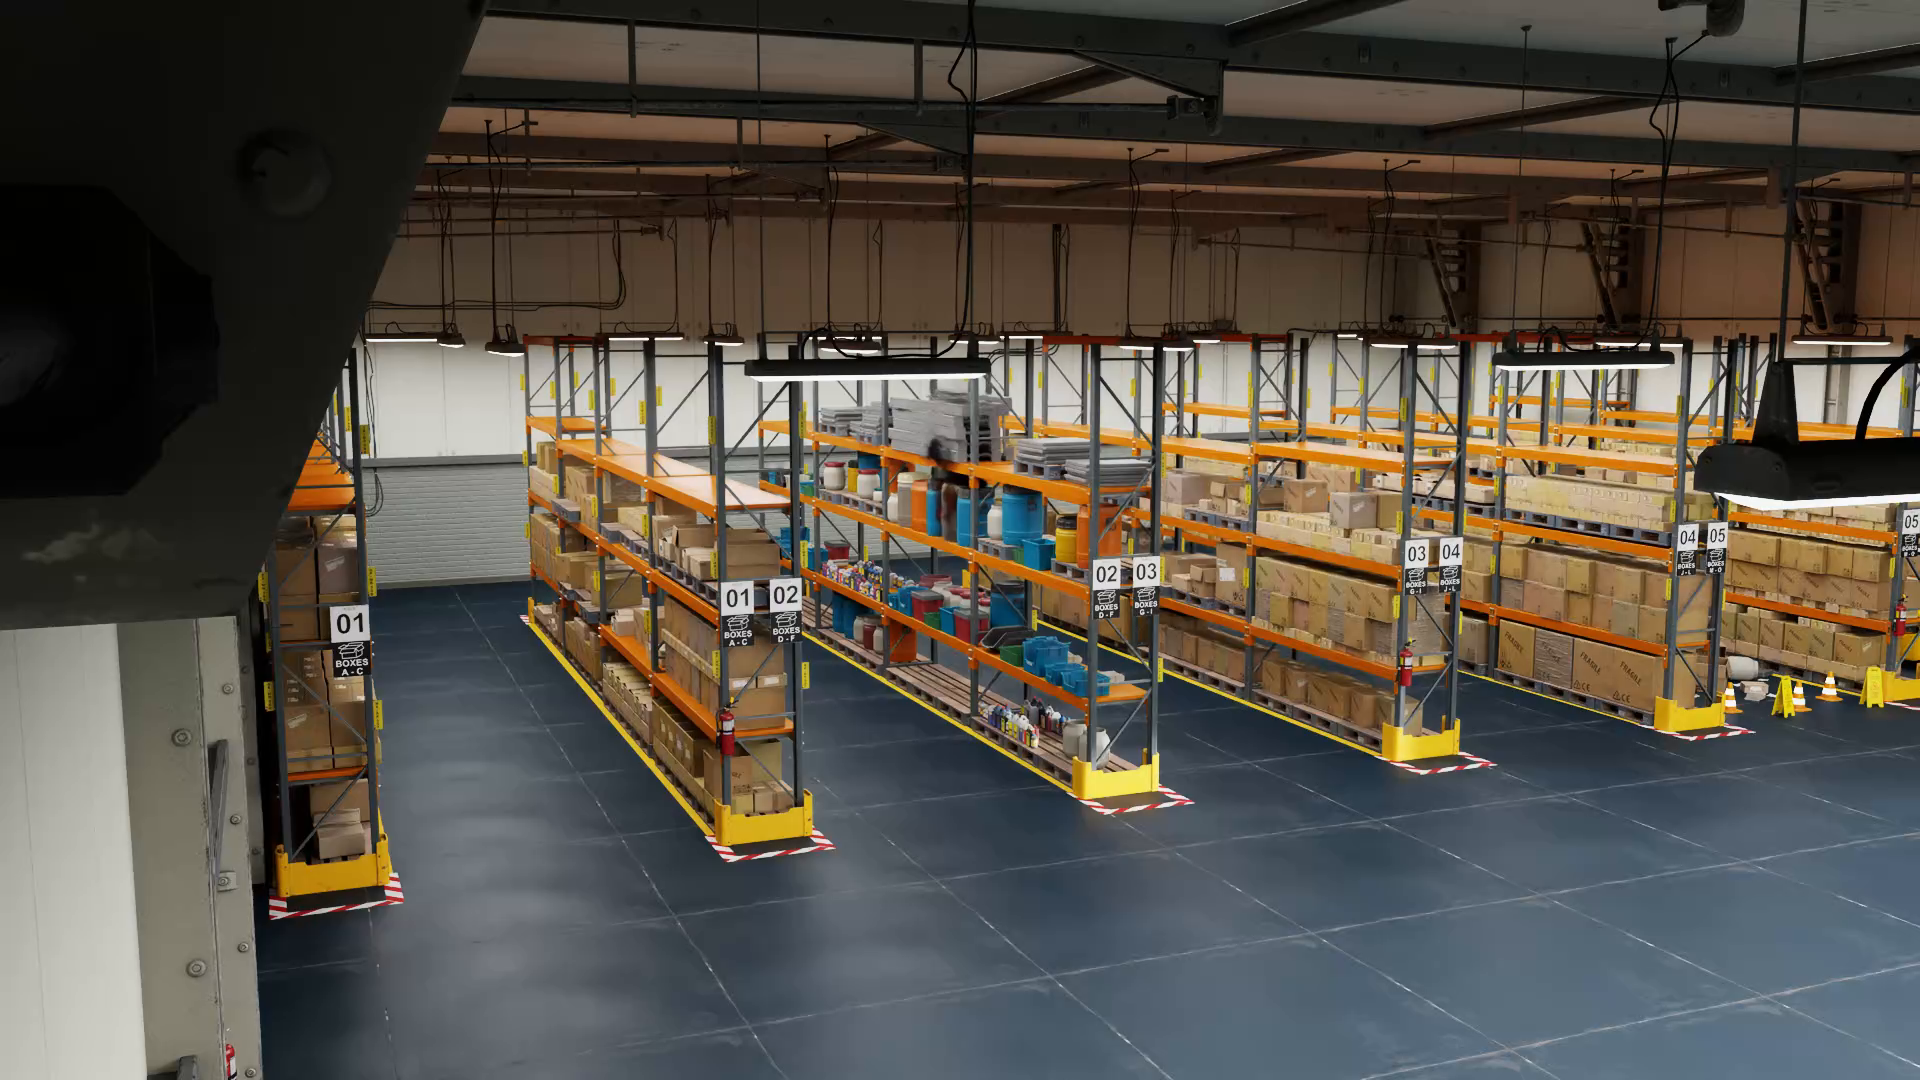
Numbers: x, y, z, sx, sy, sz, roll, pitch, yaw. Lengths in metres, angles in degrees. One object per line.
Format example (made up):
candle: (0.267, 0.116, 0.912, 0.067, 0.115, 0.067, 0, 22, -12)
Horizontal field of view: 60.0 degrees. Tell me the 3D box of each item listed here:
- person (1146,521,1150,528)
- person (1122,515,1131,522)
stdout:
person: (4.856, -0.057, 41.735, 0.579, 1.752, 0.758, 0, 8, -4)
person: (4.047, 0.108, 40.758, 0.613, 1.676, 0.831, 6, 10, 40)
